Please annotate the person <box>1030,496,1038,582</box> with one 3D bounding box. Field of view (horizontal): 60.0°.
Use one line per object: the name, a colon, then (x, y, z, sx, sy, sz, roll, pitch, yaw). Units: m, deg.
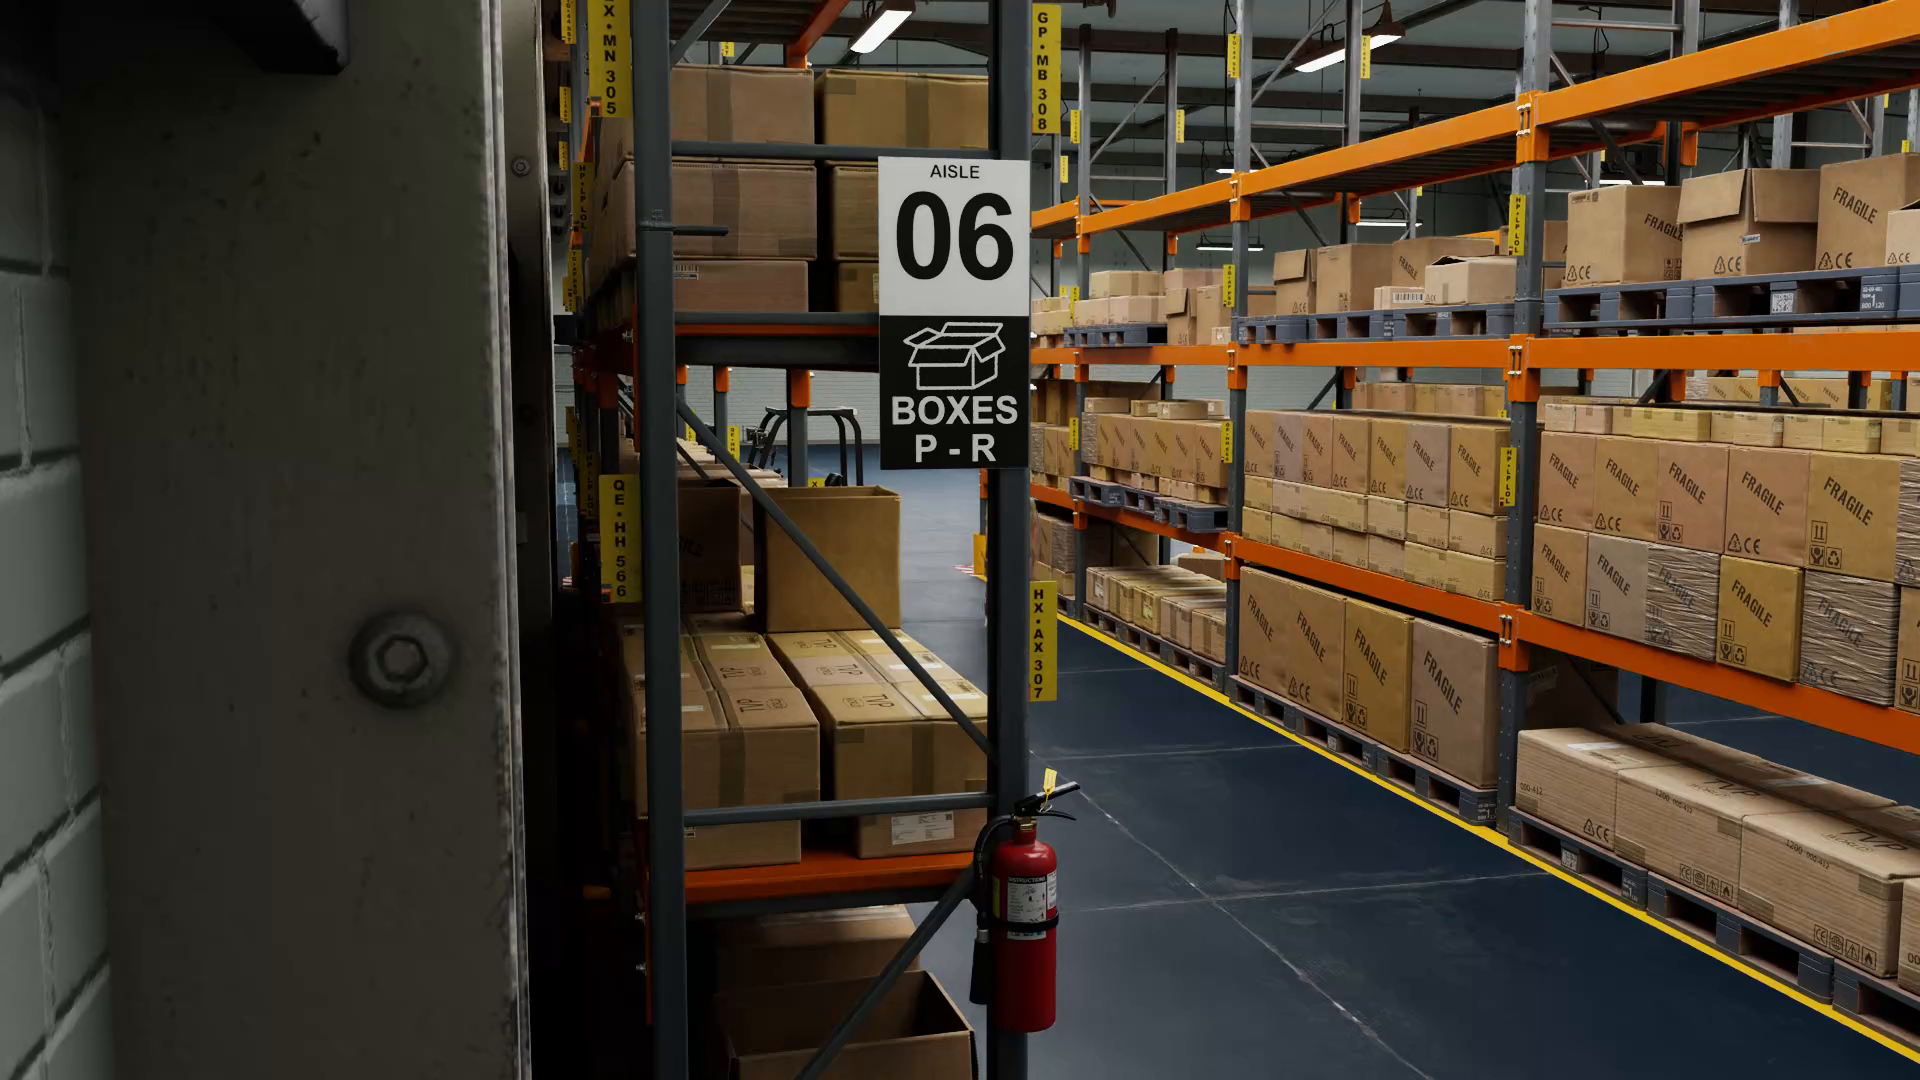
person: (0.513, 0.124, 15.764, 0.467, 1.662, 0.532, -1, 6, -11)
